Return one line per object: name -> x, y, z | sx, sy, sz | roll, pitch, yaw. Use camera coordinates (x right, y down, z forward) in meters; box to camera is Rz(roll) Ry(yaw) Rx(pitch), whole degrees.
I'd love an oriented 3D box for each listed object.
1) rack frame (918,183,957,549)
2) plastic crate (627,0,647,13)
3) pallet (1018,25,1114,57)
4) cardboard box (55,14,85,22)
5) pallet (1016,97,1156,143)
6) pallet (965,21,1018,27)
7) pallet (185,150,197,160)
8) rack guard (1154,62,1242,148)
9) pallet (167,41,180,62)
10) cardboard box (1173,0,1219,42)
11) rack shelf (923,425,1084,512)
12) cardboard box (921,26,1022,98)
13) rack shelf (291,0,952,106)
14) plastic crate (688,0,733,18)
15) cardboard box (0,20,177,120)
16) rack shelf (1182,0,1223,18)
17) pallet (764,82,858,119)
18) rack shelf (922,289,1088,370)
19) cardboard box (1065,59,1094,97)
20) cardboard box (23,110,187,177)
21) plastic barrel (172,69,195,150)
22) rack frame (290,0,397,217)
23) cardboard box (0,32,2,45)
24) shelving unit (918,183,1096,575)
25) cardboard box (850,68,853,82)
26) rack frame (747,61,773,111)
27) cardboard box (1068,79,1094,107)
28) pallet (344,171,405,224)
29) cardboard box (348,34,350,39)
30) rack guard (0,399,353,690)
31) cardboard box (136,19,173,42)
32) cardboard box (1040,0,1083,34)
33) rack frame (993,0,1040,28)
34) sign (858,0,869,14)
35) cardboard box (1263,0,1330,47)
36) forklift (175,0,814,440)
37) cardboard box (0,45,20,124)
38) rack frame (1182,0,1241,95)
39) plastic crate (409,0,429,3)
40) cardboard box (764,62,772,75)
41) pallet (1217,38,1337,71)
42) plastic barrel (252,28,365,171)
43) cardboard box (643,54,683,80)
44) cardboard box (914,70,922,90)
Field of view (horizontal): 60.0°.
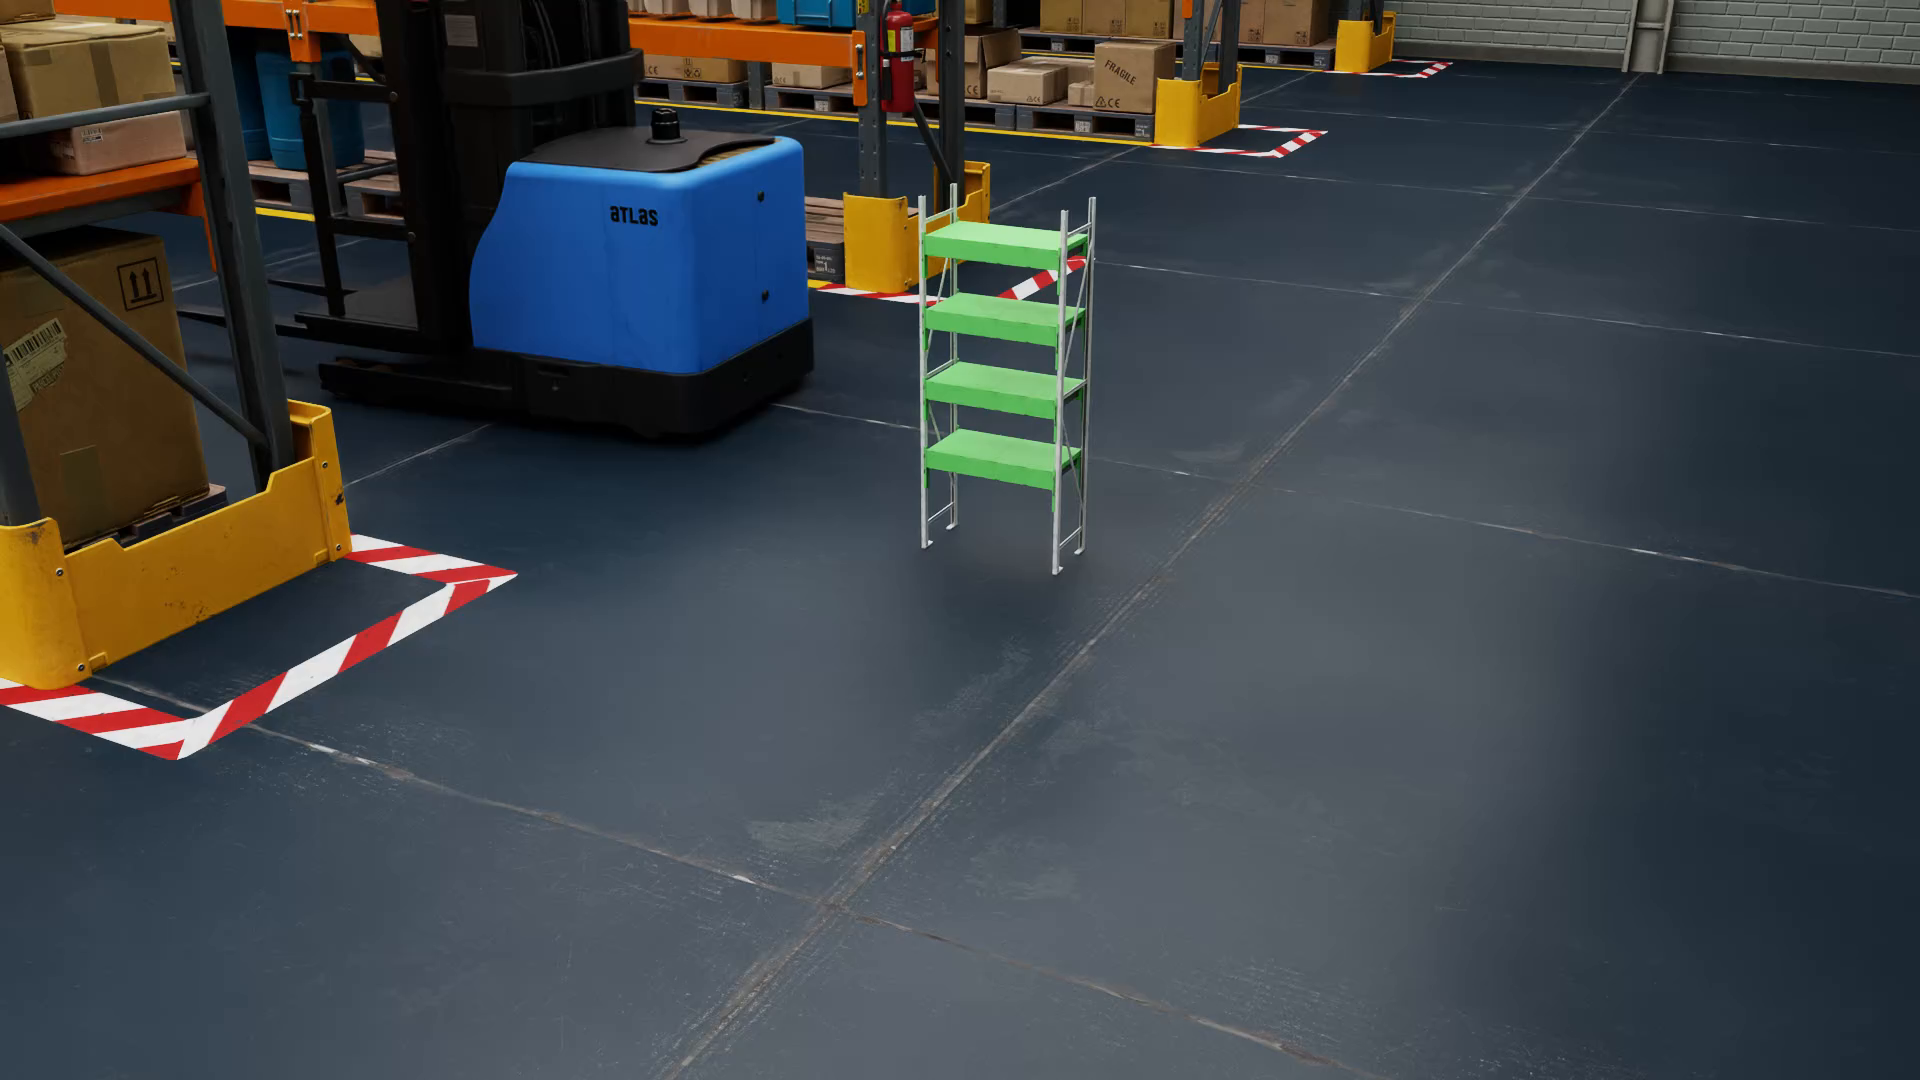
rack frame -> -0.070, -0.566, 5.548 | 0.015, 1.200, 0.240 | 11, 25, 25
plastic crate -> -1.844, -3.041, 9.328 | 0.250, 0.136, 0.298 | 11, 25, 25
pallet -> 1.294, -5.633, 18.725 | 1.213, 0.211, 1.003 | 11, 25, 25
cardboard box -> -9.675, -5.785, 18.496 | 0.500, 0.250, 0.500 | 11, 25, 25
pallet -> 1.209, -3.511, 13.736 | 1.213, 0.211, 1.003 | 11, 25, 25
pallet -> -0.072, -5.904, 19.364 | 1.213, 0.211, 1.003 | 11, 25, 25
pallet -> -5.582, -2.700, 11.829 | 1.213, 0.211, 1.003 | 11, 25, 25
rack guard -> 1.921, -3.504, 13.350 | 0.348, 0.500, 1.175 | 11, 25, 25
pallet -> -8.046, -5.360, 18.083 | 1.213, 0.211, 1.003 | 11, 25, 25
cardboard box -> 2.655, -5.680, 17.930 | 0.500, 0.500, 0.700 | 10, 25, 23
rack shelf -> 0.148, -0.243, 5.565 | 0.480, 0.148, 0.258 | 11, 25, 25
cardboard box -> 0.098, -4.070, 14.116 | 0.637, 0.503, 0.797 | 11, 25, 25
rack shelf -> -2.035, -2.933, 9.734 | 4.000, 0.370, 1.077 | 11, 25, 25
plastic crate -> -1.311, -2.954, 9.124 | 0.243, 0.136, 0.396 | 11, 25, 25
cardboard box -> -2.791, -1.428, 5.087 | 0.500, 0.250, 0.500 | 10, 25, 23
rack shelf -> 0.204, -4.663, 13.800 | 4.000, 0.370, 1.077 | 11, 25, 25
pallet -> -0.969, -3.942, 14.749 | 1.213, 0.211, 1.003 | 11, 25, 25
rack shelf -> 0.148, -0.685, 5.378 | 0.480, 0.148, 0.258 | 11, 25, 25
cardboard box -> 1.185, -3.861, 13.947 | 0.500, 0.250, 0.500 | 11, 25, 25
cardboard box -> -2.653, -1.244, 5.162 | 0.250, 0.149, 0.380 | 12, 26, 25
plastic barrel -> -5.393, -3.024, 11.670 | 0.421, 0.512, 0.421 | 0, 23, 0
rack frame -> -3.820, -3.617, 10.423 | 0.127, 3.000, 1.000 | 11, 25, 25
cardboard box -> -3.038, -1.588, 4.506 | 0.500, 0.500, 0.500 | 12, 26, 25
shelving unit -> 0.148, -0.523, 5.446 | 0.503, 1.200, 0.258 | 11, 25, 25
cardboard box -> -0.945, -4.397, 14.889 | 0.500, 0.500, 0.500 | 11, 25, 25
rack frame -> -1.581, -5.347, 14.490 | 0.127, 3.000, 1.000 | 11, 25, 25
cardboard box -> 1.071, -3.652, 13.563 | 0.250, 0.166, 0.380 | 11, 25, 25
pallet -> -3.146, -2.218, 10.696 | 1.213, 0.211, 1.003 | 11, 25, 25
cardboard box -> -6.192, -5.078, 16.836 | 0.500, 0.250, 0.500 | 11, 25, 24
rack guard -> -2.463, -0.027, 5.174 | 0.348, 0.500, 1.175 | 11, 25, 25
cardboard box -> -8.472, -5.530, 17.896 | 0.500, 0.250, 0.500 | 11, 25, 23
cardboard box -> 1.272, -5.953, 18.572 | 0.500, 0.500, 0.700 | 12, 26, 25
rack frame -> 0.651, -7.077, 18.559 | 0.127, 3.000, 1.000 | 11, 25, 25
sign -> -0.484, -2.791, 8.272 | 0.005, 0.325, 0.100 | 11, 25, 25
cardboard box -> 3.550, -5.503, 17.514 | 0.500, 0.500, 0.700 | 11, 25, 25
forklift -> -2.209, -2.109, 6.964 | 3.031, 2.935, 1.130 | 10, 25, 21
cardboard box -> -3.037, -1.242, 4.649 | 0.500, 0.250, 0.500 | 11, 25, 24
rack frame -> 1.988, -4.640, 12.829 | 0.127, 3.000, 1.000 | 11, 25, 25
plastic crate -> -3.136, -3.429, 9.822 | 0.583, 0.464, 0.402 | 11, 25, 25
cardboard box -> -1.903, -4.569, 15.294 | 0.500, 0.500, 0.500 | 10, 25, 22
pallet -> 3.471, -5.202, 17.712 | 1.213, 0.211, 1.003 | 11, 25, 25
plastic barrel -> -4.297, -2.947, 10.992 | 0.708, 0.901, 0.600 | 11, 25, 25
cardboard box -> -2.588, -4.476, 15.074 | 0.500, 0.500, 0.500 | 11, 26, 25
cardboard box -> -0.528, -3.946, 14.255 | 0.250, 0.166, 0.380 | 11, 25, 25
